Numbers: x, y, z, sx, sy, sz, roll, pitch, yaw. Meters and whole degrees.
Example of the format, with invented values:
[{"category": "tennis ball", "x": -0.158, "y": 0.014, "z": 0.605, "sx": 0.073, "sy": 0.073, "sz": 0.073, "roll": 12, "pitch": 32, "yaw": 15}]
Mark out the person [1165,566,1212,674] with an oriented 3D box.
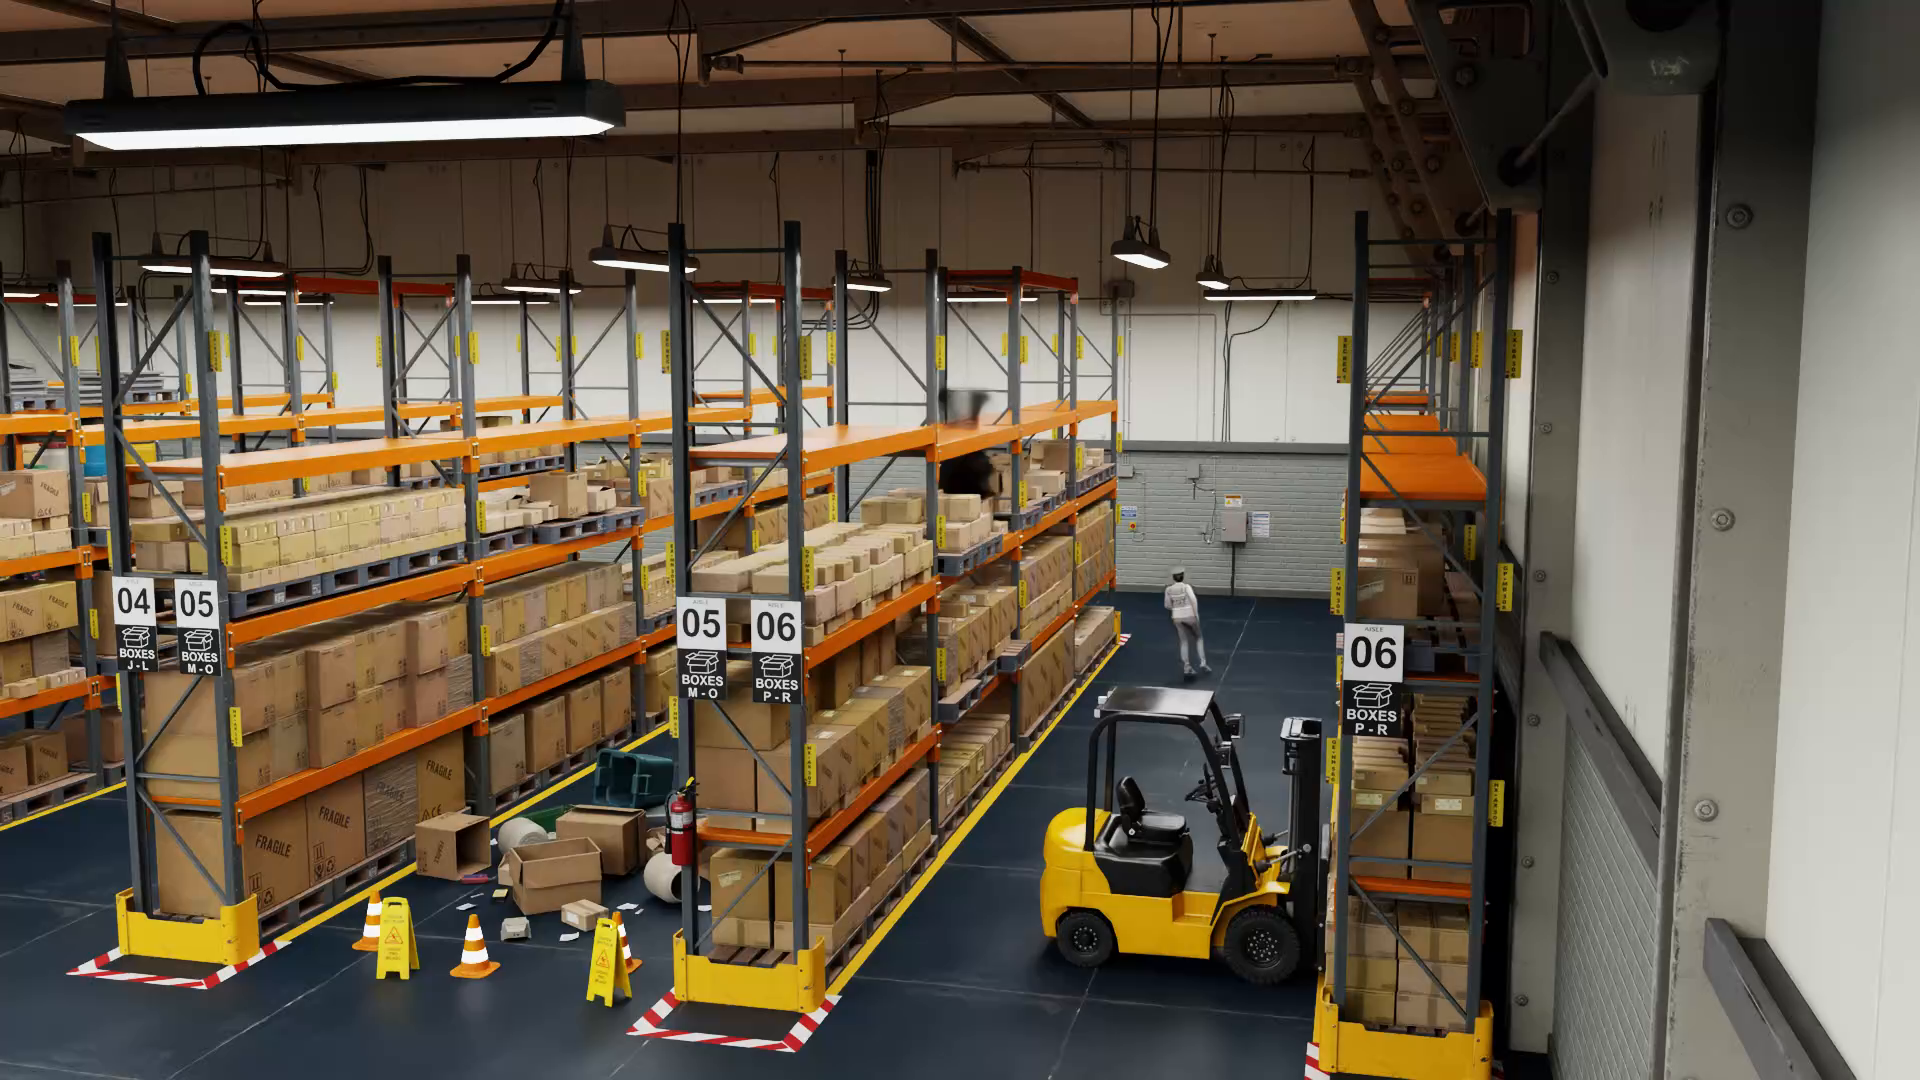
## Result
[{"category": "person", "x": 3.460, "y": 1.251, "z": 25.442, "sx": 0.726, "sy": 1.651, "sz": 0.742, "roll": 3, "pitch": 8, "yaw": 23}]
